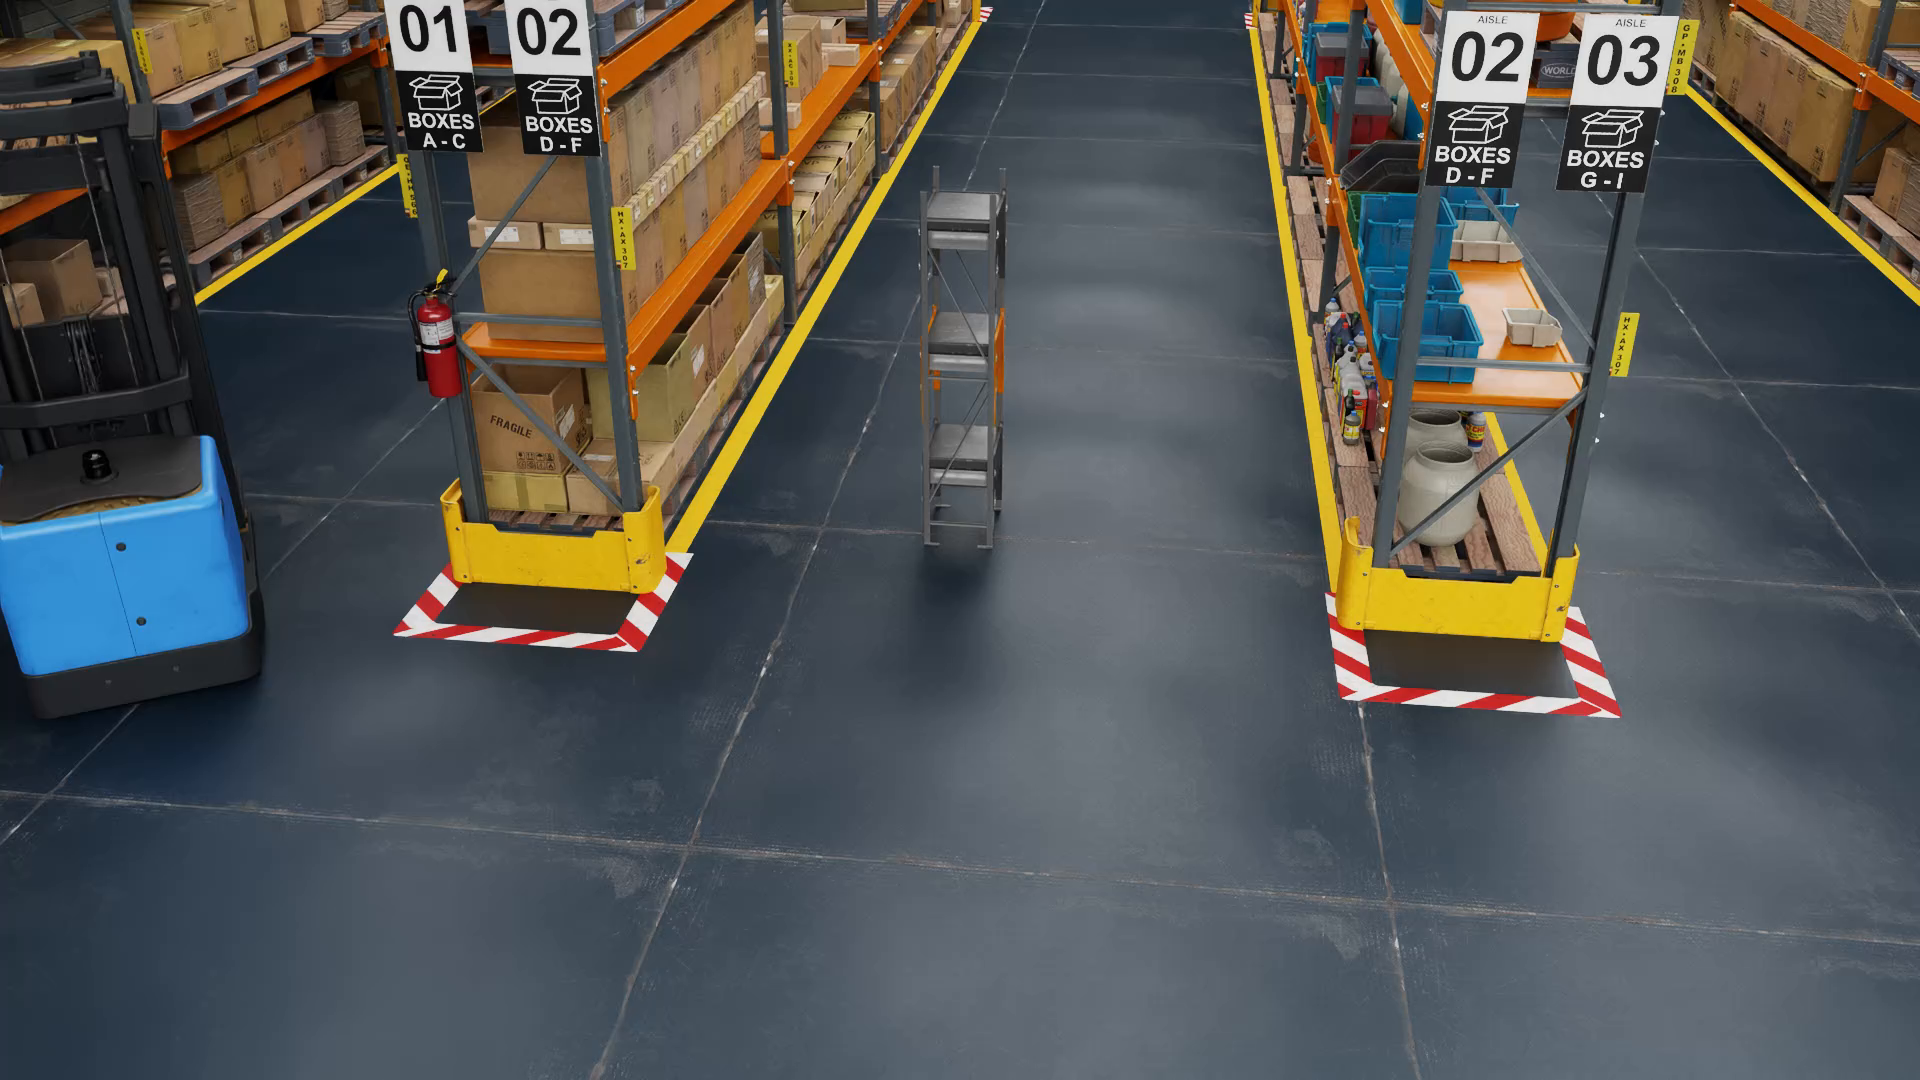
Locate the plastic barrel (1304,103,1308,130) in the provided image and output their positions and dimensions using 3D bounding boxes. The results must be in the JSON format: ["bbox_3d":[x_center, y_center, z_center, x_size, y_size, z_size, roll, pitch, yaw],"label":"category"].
[{"bbox_3d":[3.822,-4.508,17.056,0.600,0.588,0.708,3,28,6],"label":"plastic barrel"}]

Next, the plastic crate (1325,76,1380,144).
[{"bbox_3d":[2.977,-3.270,12.673,0.392,0.384,0.575,3,28,6],"label":"plastic crate"}]

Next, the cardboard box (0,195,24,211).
[{"bbox_3d":[-6.615,-2.309,11.010,0.500,0.250,0.500,4,29,7],"label":"cardboard box"}]

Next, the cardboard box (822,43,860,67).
[{"bbox_3d":[-1.111,-4.362,14.949,0.380,0.149,0.250,3,28,6],"label":"cardboard box"}]

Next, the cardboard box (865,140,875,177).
[{"bbox_3d":[-1.097,-3.624,15.771,0.500,0.250,0.500,4,29,7],"label":"cardboard box"}]

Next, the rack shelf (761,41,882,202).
[{"bbox_3d":[-1.520,-3.654,14.128,1.077,0.370,4.000,3,28,6],"label":"rack shelf"}]

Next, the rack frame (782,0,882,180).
[{"bbox_3d":[-1.275,-4.912,15.705,1.000,3.000,0.127,3,28,6],"label":"rack frame"}]

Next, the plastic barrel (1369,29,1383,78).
[{"bbox_3d":[3.727,-4.175,14.219,0.421,0.512,0.421,0,28,0],"label":"plastic barrel"}]

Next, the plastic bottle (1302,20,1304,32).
[{"bbox_3d":[3.328,-4.912,15.914,0.097,0.201,0.097,0,28,0],"label":"plastic bottle"}]

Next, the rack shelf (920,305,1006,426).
[{"bbox_3d":[0.020,-0.990,9.403,0.431,0.518,0.480,3,28,6],"label":"rack shelf"}]

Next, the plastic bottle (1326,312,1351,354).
[{"bbox_3d":[2.664,-1.456,11.697,0.152,0.276,0.135,4,29,8],"label":"plastic bottle"}]

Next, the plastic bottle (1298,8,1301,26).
[{"bbox_3d":[3.399,-5.187,16.425,0.097,0.201,0.097,0,28,0],"label":"plastic bottle"}]

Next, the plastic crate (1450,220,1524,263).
[{"bbox_3d":[3.203,-1.844,10.289,0.530,0.136,0.437,3,28,6],"label":"plastic crate"}]

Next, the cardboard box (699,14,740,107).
[{"bbox_3d":[-1.874,-3.197,11.048,0.700,0.500,0.500,3,28,6],"label":"cardboard box"}]

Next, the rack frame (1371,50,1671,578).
[{"bbox_3d":[2.661,-0.857,8.177,1.000,3.000,0.127,3,28,6],"label":"rack frame"}]

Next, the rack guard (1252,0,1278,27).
[{"bbox_3d":[4.611,-7.300,22.772,1.175,0.500,0.348,3,28,6],"label":"rack guard"}]

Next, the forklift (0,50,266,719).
[{"bbox_3d":[-4.566,-1.108,8.717,1.130,2.935,3.031,-11,30,-20],"label":"forklift"}]

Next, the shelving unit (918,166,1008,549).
[{"bbox_3d":[0.020,-1.002,9.397,0.431,2.100,0.503,3,28,6],"label":"shelving unit"}]

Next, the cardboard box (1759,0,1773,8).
[{"bbox_3d":[8.682,-5.823,17.290,0.500,0.500,0.500,3,28,6],"label":"cardboard box"}]

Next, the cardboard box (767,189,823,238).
[{"bbox_3d":[-1.400,-2.666,13.400,0.500,0.311,0.500,3,28,6],"label":"cardboard box"}]

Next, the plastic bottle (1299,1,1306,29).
[{"bbox_3d":[3.375,-5.126,16.238,0.097,0.271,0.097,0,28,0],"label":"plastic bottle"}]

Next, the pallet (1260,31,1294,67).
[{"bbox_3d":[4.330,-6.202,21.039,1.003,0.211,1.213,3,28,6],"label":"pallet"}]

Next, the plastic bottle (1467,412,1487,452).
[{"bbox_3d":[3.192,-0.684,10.271,0.097,0.271,0.097,0,28,0],"label":"plastic bottle"}]

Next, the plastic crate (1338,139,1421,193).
[{"bbox_3d":[2.960,-2.473,11.243,0.767,0.338,0.504,3,28,6],"label":"plastic crate"}]

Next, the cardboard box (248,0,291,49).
[{"bbox_3d":[-6.370,-4.626,14.605,0.700,0.500,0.500,3,28,6],"label":"cardboard box"}]

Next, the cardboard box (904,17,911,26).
[{"bbox_3d":[-0.904,-6.442,20.917,0.500,0.311,0.500,3,28,6],"label":"cardboard box"}]

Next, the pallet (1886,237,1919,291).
[{"bbox_3d":[8.307,-2.166,13.549,1.003,0.211,1.213,3,28,6],"label":"pallet"}]

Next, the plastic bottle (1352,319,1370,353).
[{"bbox_3d":[2.783,-1.403,11.520,0.144,0.351,0.185,3,28,6],"label":"plastic bottle"}]

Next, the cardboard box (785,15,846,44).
[{"bbox_3d":[-1.363,-4.704,15.413,0.500,0.311,0.500,5,29,9],"label":"cardboard box"}]

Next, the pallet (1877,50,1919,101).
[{"bbox_3d":[8.575,-3.908,14.044,1.213,0.211,1.003,3,28,6],"label":"pallet"}]

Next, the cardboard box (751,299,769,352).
[{"bbox_3d":[-1.676,-1.538,11.898,0.500,0.250,0.500,3,28,6],"label":"cardboard box"}]

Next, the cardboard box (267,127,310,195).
[{"bbox_3d":[-6.439,-3.478,15.215,0.700,0.500,0.500,3,28,6],"label":"cardboard box"}]

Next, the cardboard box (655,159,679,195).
[{"bbox_3d":[-1.868,-2.134,9.759,0.380,0.149,0.250,2,28,4],"label":"cardboard box"}]

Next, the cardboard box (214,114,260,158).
[{"bbox_3d":[-6.497,-3.539,14.537,0.500,0.250,0.500,3,28,5],"label":"cardboard box"}]

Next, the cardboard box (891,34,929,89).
[{"bbox_3d":[-0.629,-5.407,18.795,0.500,0.500,0.500,3,29,6],"label":"cardboard box"}]

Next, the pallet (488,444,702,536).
[{"bbox_3d":[-2.203,-0.281,10.049,1.003,0.211,1.213,3,28,6],"label":"pallet"}]

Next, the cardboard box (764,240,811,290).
[{"bbox_3d":[-1.469,-2.179,13.088,0.500,0.250,0.500,3,28,5],"label":"cardboard box"}]

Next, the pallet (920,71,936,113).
[{"bbox_3d":[-0.847,-5.182,19.146,1.003,0.211,1.213,3,28,6],"label":"pallet"}]

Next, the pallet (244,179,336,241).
[{"bbox_3d":[-6.441,-3.030,15.152,1.003,0.211,1.213,3,28,6],"label":"pallet"}]

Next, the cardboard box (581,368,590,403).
[{"bbox_3d":[-2.377,-1.192,10.466,0.500,0.500,0.500,3,28,6],"label":"cardboard box"}]

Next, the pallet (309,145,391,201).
[{"bbox_3d":[-6.289,-3.603,16.215,1.003,0.211,1.213,3,28,6],"label":"pallet"}]

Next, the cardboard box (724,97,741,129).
[{"bbox_3d":[-1.679,-2.855,11.097,0.380,0.149,0.250,3,28,6],"label":"cardboard box"}]

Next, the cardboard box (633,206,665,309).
[{"bbox_3d":[-2.125,-1.657,9.557,0.700,0.500,0.500,4,29,8],"label":"cardboard box"}]

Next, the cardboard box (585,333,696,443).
[{"bbox_3d":[-1.909,-0.926,9.971,0.500,0.500,0.500,3,28,6],"label":"cardboard box"}]

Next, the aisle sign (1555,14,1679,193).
[{"bbox_3d":[2.943,-1.950,7.466,0.394,0.787,0.004,3,28,6],"label":"aisle sign"}]

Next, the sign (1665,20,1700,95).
[{"bbox_3d":[3.206,-2.147,7.401,0.100,0.325,0.005,3,28,6],"label":"sign"}]

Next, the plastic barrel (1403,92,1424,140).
[{"bbox_3d":[3.499,-3.124,11.858,0.600,0.901,0.708,3,28,6],"label":"plastic barrel"}]

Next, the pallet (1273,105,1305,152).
[{"bbox_3d":[3.848,-4.341,17.585,1.003,0.211,1.213,3,28,6],"label":"pallet"}]

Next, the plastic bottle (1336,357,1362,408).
[{"bbox_3d":[2.542,-1.035,10.837,0.144,0.351,0.185,5,29,8],"label":"plastic bottle"}]

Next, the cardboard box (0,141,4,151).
[{"bbox_3d":[-6.623,-2.631,10.817,0.500,0.500,0.500,4,29,8],"label":"cardboard box"}]

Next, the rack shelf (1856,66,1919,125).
[{"bbox_3d":[8.312,-3.076,13.056,1.077,0.370,4.000,3,28,6],"label":"rack shelf"}]
